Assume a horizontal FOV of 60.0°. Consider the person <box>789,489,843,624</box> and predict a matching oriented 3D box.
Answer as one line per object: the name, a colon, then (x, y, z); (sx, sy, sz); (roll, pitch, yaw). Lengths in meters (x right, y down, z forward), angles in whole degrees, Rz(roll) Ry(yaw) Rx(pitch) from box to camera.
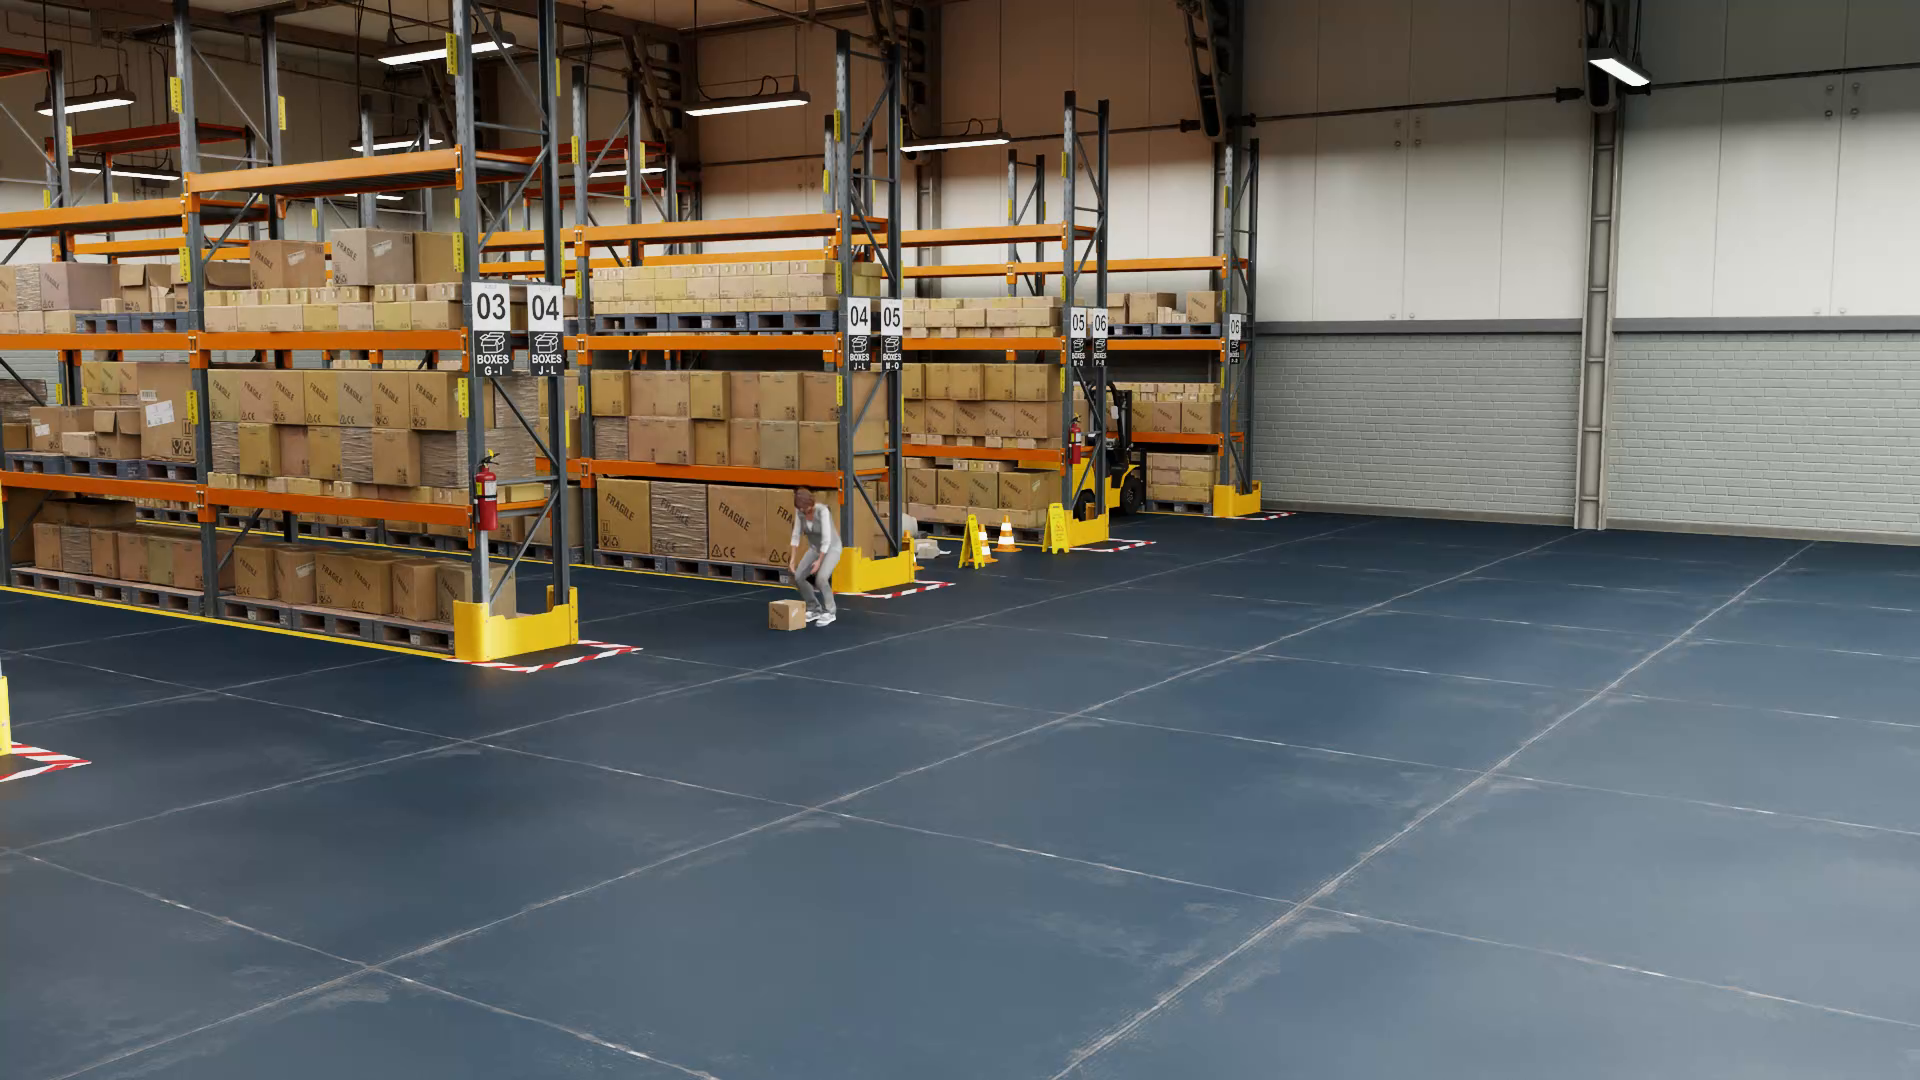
person: (-1.382, 0.149, 16.130); (0.462, 1.325, 0.640); (4, 8, 34)
